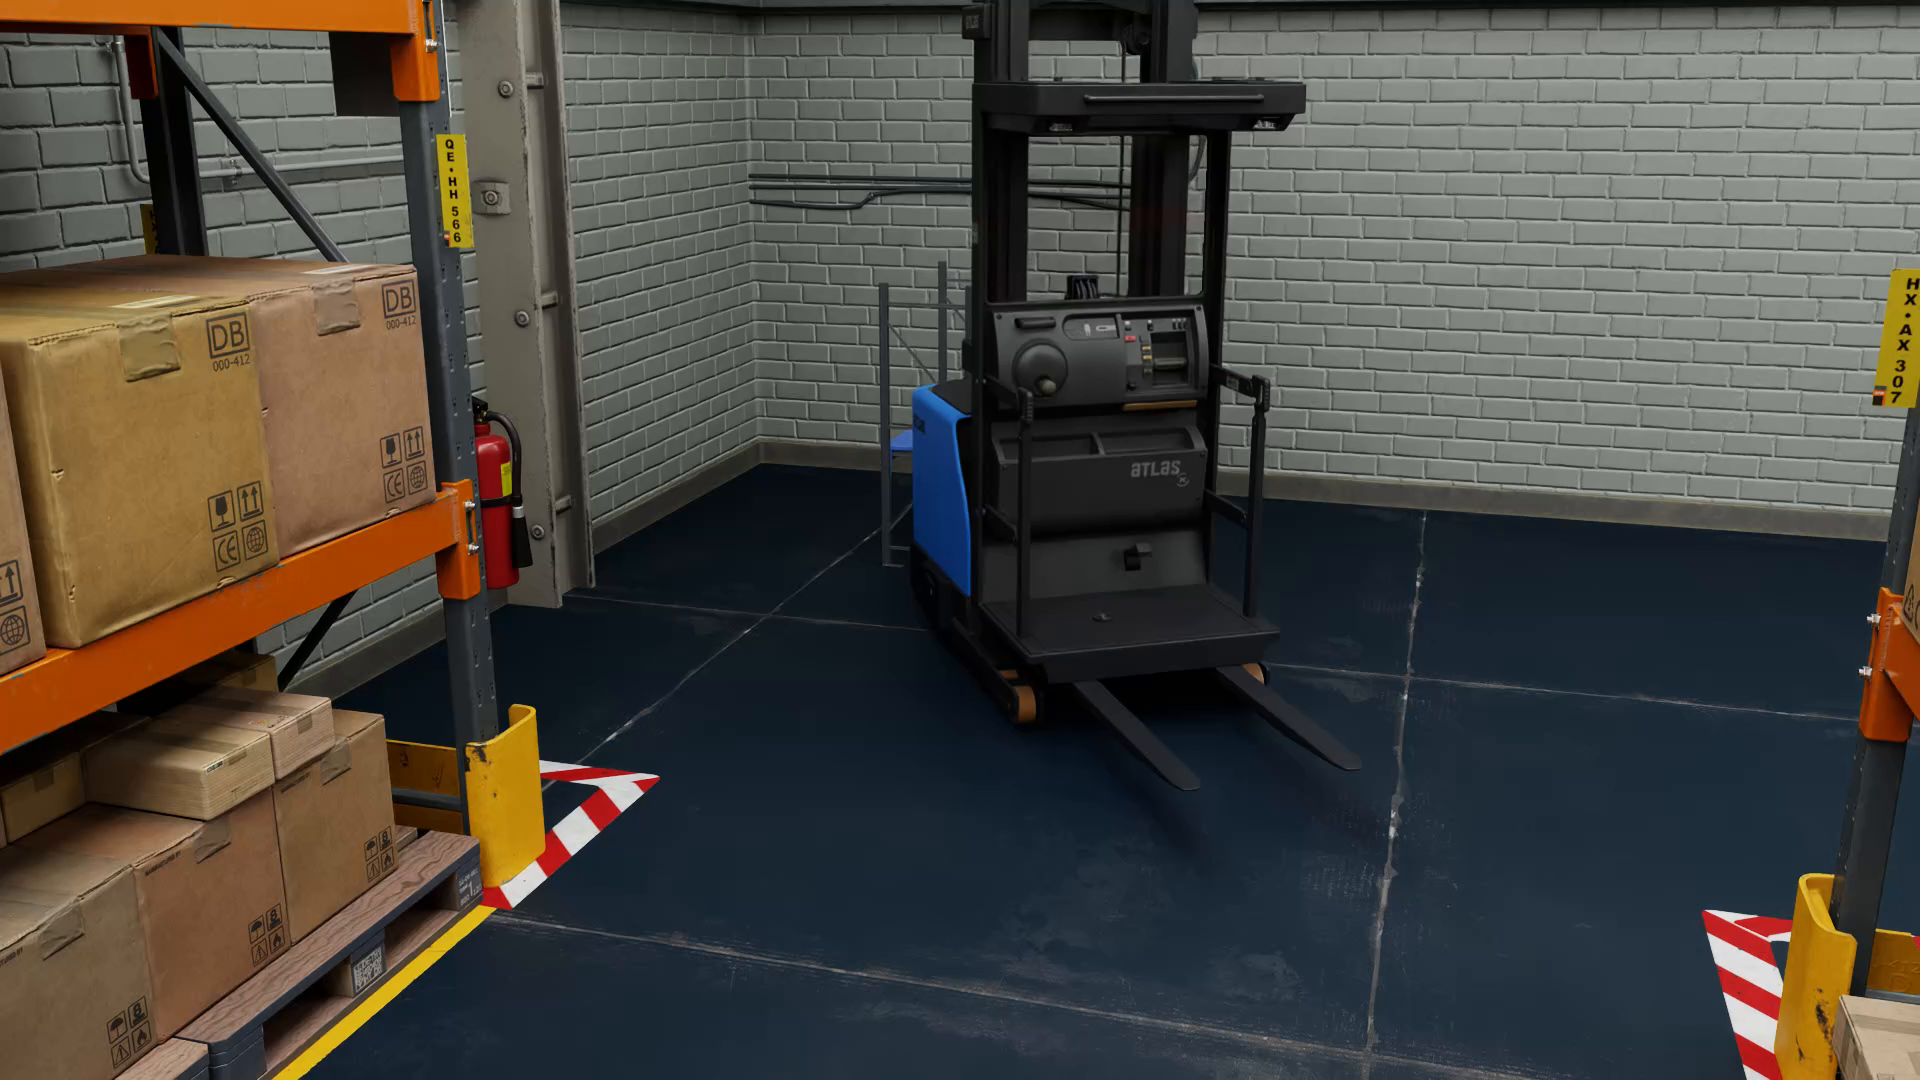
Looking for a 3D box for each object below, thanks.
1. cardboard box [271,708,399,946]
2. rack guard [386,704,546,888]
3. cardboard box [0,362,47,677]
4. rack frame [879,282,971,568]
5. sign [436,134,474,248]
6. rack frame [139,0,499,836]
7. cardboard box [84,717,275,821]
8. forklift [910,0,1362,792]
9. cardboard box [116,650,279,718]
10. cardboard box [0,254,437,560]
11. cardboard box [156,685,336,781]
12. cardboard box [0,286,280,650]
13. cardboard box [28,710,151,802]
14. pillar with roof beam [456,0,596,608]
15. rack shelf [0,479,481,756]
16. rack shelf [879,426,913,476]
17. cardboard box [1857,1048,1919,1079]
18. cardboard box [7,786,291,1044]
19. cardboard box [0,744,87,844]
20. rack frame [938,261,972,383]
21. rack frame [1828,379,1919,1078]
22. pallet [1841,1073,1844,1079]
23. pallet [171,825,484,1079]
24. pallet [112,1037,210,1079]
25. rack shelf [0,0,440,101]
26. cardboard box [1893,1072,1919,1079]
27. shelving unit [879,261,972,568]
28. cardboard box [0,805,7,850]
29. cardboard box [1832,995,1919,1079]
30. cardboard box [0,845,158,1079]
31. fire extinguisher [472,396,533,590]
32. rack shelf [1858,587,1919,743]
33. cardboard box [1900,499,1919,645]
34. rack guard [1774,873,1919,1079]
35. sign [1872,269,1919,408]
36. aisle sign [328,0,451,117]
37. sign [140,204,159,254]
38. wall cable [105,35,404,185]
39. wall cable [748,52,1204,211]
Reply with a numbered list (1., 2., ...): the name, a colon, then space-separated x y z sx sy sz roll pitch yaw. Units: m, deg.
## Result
1. cardboard box: -2.106 0.793 4.849 0.700 0.500 0.500 5 16 16
2. rack guard: -1.996 0.798 5.601 1.175 0.500 0.348 5 16 16
3. cardboard box: -2.560 -0.019 3.349 0.980 0.700 0.700 4 16 13
4. rack frame: -0.169 -0.566 8.577 0.500 1.500 0.032 5 16 16
5. sign: -1.487 -1.024 4.886 0.100 0.325 0.005 5 16 16
6. rack frame: -2.003 -0.399 5.238 1.000 3.000 0.127 5 16 16
7. cardboard box: -2.040 0.595 4.356 0.380 0.149 0.250 5 17 17
8. forklift: 0.652 -0.781 6.710 1.130 2.935 3.031 -4 16 -15
9. cardboard box: -2.262 0.432 4.930 0.380 0.149 0.250 5 17 16
10. cardboard box: -2.139 -0.409 4.724 0.980 0.700 0.700 5 17 18
11. cardboard box: -1.968 0.528 4.592 0.380 0.149 0.250 4 16 15
12. cardboard box: -2.335 -0.218 4.050 0.980 0.700 0.700 4 16 15
13. cardboard box: -2.406 0.565 4.463 0.380 0.149 0.250 5 16 16
14. pillar with roof beam: 2.062 -3.724 5.969 9.100 9.000 0.400 5 16 16
15. rack shelf: -2.572 0.471 3.491 1.077 0.370 4.000 5 16 16
16. rack shelf: -0.024 -0.526 9.095 0.538 0.185 1.000 5 16 16
17. cardboard box: 2.228 1.284 3.691 0.380 0.166 0.250 5 16 16
18. cardboard box: -2.248 0.924 4.387 0.700 0.500 0.500 5 16 16
19. cardboard box: -2.477 0.631 4.232 0.380 0.149 0.250 5 17 16
20. rack frame: 0.120 -0.832 9.515 0.500 1.500 0.032 5 16 16
21. rack frame: 2.747 -0.015 3.887 1.000 3.000 0.127 5 16 16
22. pallet: 2.500 1.555 3.462 1.003 0.211 1.213 5 16 16
23. pallet: -2.155 1.158 4.859 1.003 0.211 1.213 5 16 16
24. pallet: -2.504 1.476 3.738 1.003 0.211 1.213 5 16 16
25. rack shelf: -2.572 -0.972 3.082 1.077 0.370 4.000 5 16 16
26. cardboard box: 2.179 1.347 3.317 0.500 0.250 0.500 5 16 16
27. shelving unit: -0.024 -0.699 9.046 0.538 1.500 1.048 5 16 16
28. cardboard box: -2.549 0.697 3.997 0.380 0.149 0.250 5 17 17
29. cardboard box: 2.299 1.227 3.924 0.380 0.149 0.250 5 16 16
30. cardboard box: -2.391 1.055 3.923 0.700 0.500 0.500 4 16 14
31. fire extinguisher: -1.518 -0.186 5.312 0.296 0.674 0.183 5 16 16
32. rack shelf: 2.179 0.854 2.140 1.077 0.370 4.000 5 16 16
33. cardboard box: 2.368 0.032 3.536 0.500 0.500 0.500 5 17 17
34. rack guard: 2.726 1.207 4.158 1.175 0.500 0.348 5 16 16
35. sign: 2.227 -0.474 3.917 0.100 0.325 0.005 5 16 16
36. aisle sign: -1.695 -1.645 4.867 0.394 0.787 0.004 5 16 16
37. sign: -2.534 -0.898 5.266 0.100 0.325 0.005 5 16 16
38. wall cable: -2.546 -1.296 6.539 0.084 1.984 1.851 5 16 16
39. wall cable: -0.053 -3.243 9.962 3.097 2.526 0.112 5 16 16
